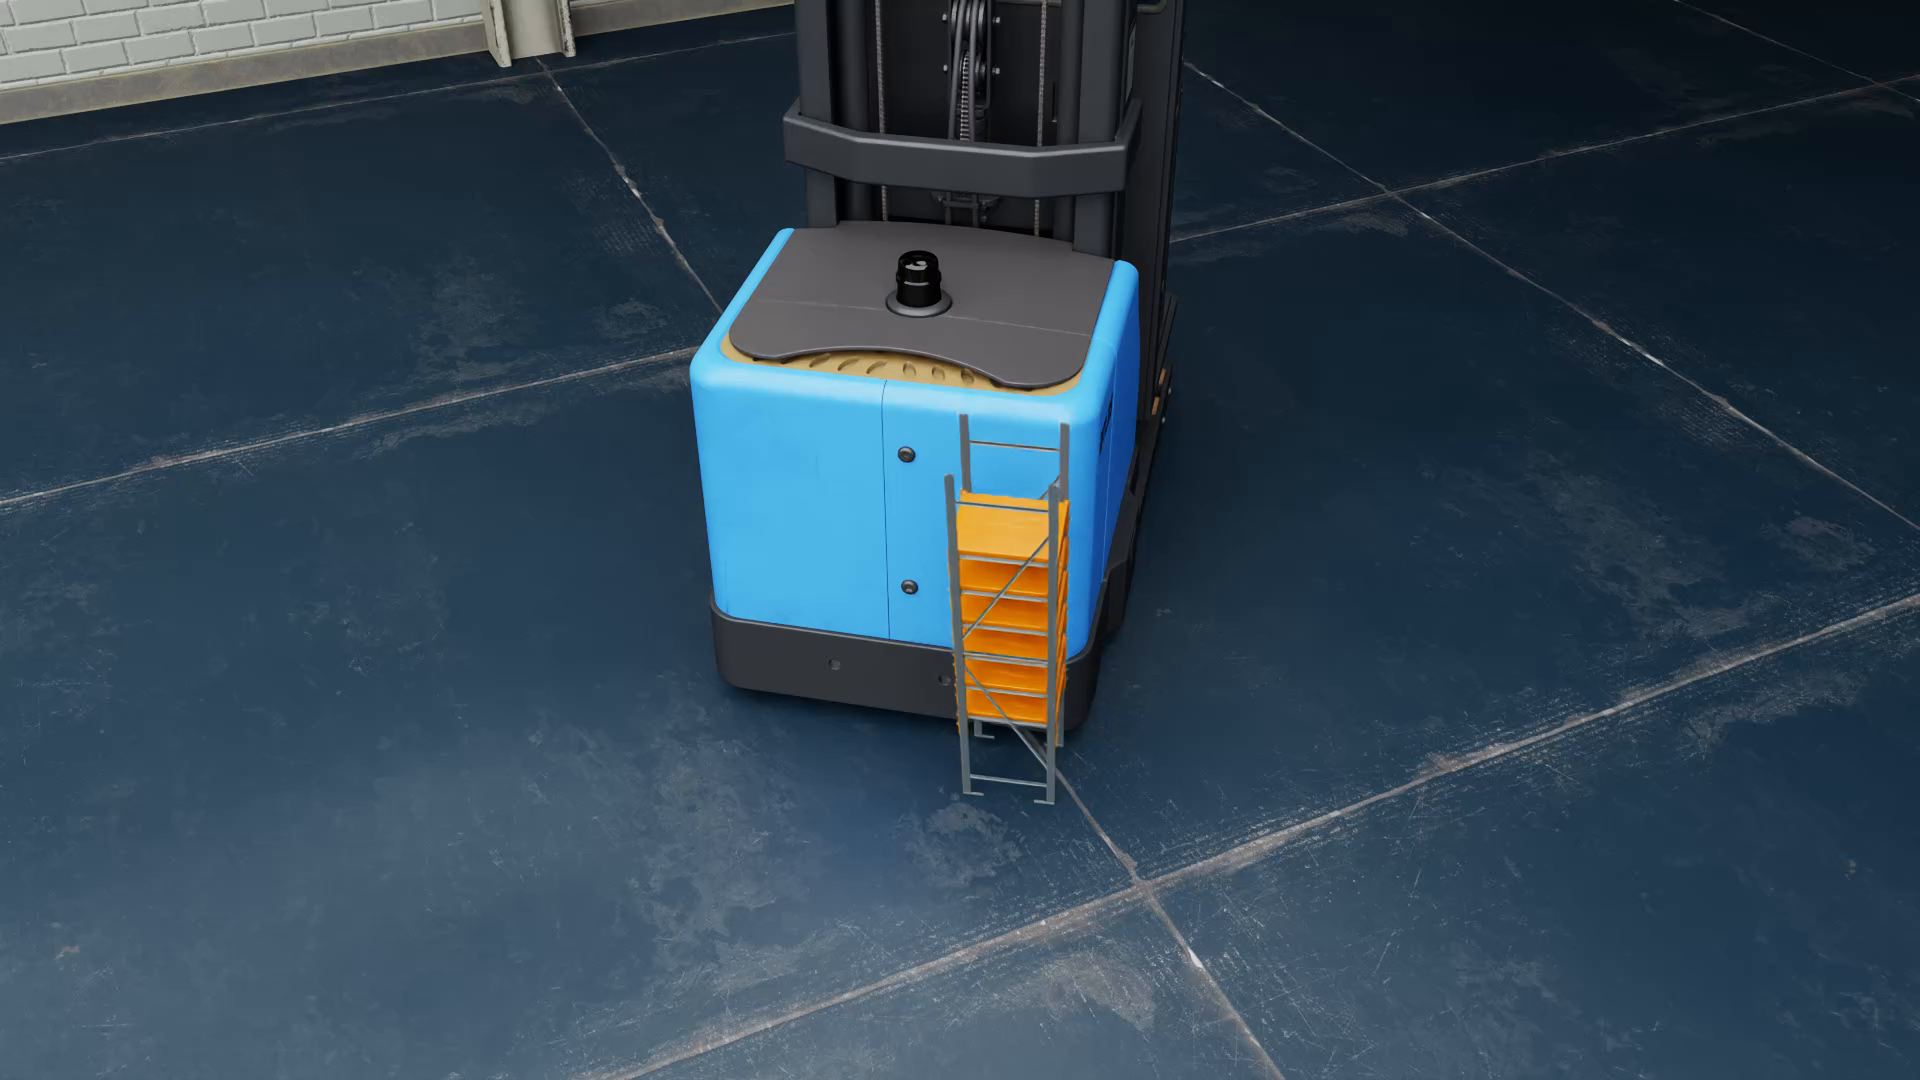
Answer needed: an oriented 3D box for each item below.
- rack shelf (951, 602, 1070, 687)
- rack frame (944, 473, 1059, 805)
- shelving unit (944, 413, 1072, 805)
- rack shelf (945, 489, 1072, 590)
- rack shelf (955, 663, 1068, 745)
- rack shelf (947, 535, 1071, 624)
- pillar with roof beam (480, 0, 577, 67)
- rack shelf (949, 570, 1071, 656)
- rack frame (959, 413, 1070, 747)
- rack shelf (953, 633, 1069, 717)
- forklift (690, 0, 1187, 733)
[{"bbox_3d":[0.123,0.237,3.983,0.258,0.103,0.180,6,49,8],"label":"rack shelf"},{"bbox_3d":[0.106,0.275,3.891,0.240,1.200,0.006,6,49,8],"label":"rack frame"},{"bbox_3d":[0.122,0.207,3.950,0.258,1.200,0.189,6,49,8],"label":"shelving unit"},{"bbox_3d":[0.111,-0.003,3.715,0.258,0.103,0.180,6,49,8],"label":"rack shelf"},{"bbox_3d":[0.132,0.397,4.162,0.258,0.103,0.180,6,49,8],"label":"rack shelf"},{"bbox_3d":[0.115,0.077,3.805,0.258,0.103,0.180,6,49,8],"label":"rack shelf"},{"bbox_3d":[-0.407,-3.845,2.880,0.400,9.000,9.100,-16,39,-20],"label":"pillar with roof beam"},{"bbox_3d":[0.119,0.157,3.894,0.258,0.103,0.180,6,49,8],"label":"rack shelf"},{"bbox_3d":[0.137,0.140,4.010,0.240,1.200,0.006,6,49,8],"label":"rack frame"},{"bbox_3d":[0.127,0.317,4.073,0.258,0.103,0.180,6,49,8],"label":"rack shelf"},{"bbox_3d":[0.131,-1.540,4.866,1.130,2.935,3.031,7,37,10],"label":"forklift"}]
